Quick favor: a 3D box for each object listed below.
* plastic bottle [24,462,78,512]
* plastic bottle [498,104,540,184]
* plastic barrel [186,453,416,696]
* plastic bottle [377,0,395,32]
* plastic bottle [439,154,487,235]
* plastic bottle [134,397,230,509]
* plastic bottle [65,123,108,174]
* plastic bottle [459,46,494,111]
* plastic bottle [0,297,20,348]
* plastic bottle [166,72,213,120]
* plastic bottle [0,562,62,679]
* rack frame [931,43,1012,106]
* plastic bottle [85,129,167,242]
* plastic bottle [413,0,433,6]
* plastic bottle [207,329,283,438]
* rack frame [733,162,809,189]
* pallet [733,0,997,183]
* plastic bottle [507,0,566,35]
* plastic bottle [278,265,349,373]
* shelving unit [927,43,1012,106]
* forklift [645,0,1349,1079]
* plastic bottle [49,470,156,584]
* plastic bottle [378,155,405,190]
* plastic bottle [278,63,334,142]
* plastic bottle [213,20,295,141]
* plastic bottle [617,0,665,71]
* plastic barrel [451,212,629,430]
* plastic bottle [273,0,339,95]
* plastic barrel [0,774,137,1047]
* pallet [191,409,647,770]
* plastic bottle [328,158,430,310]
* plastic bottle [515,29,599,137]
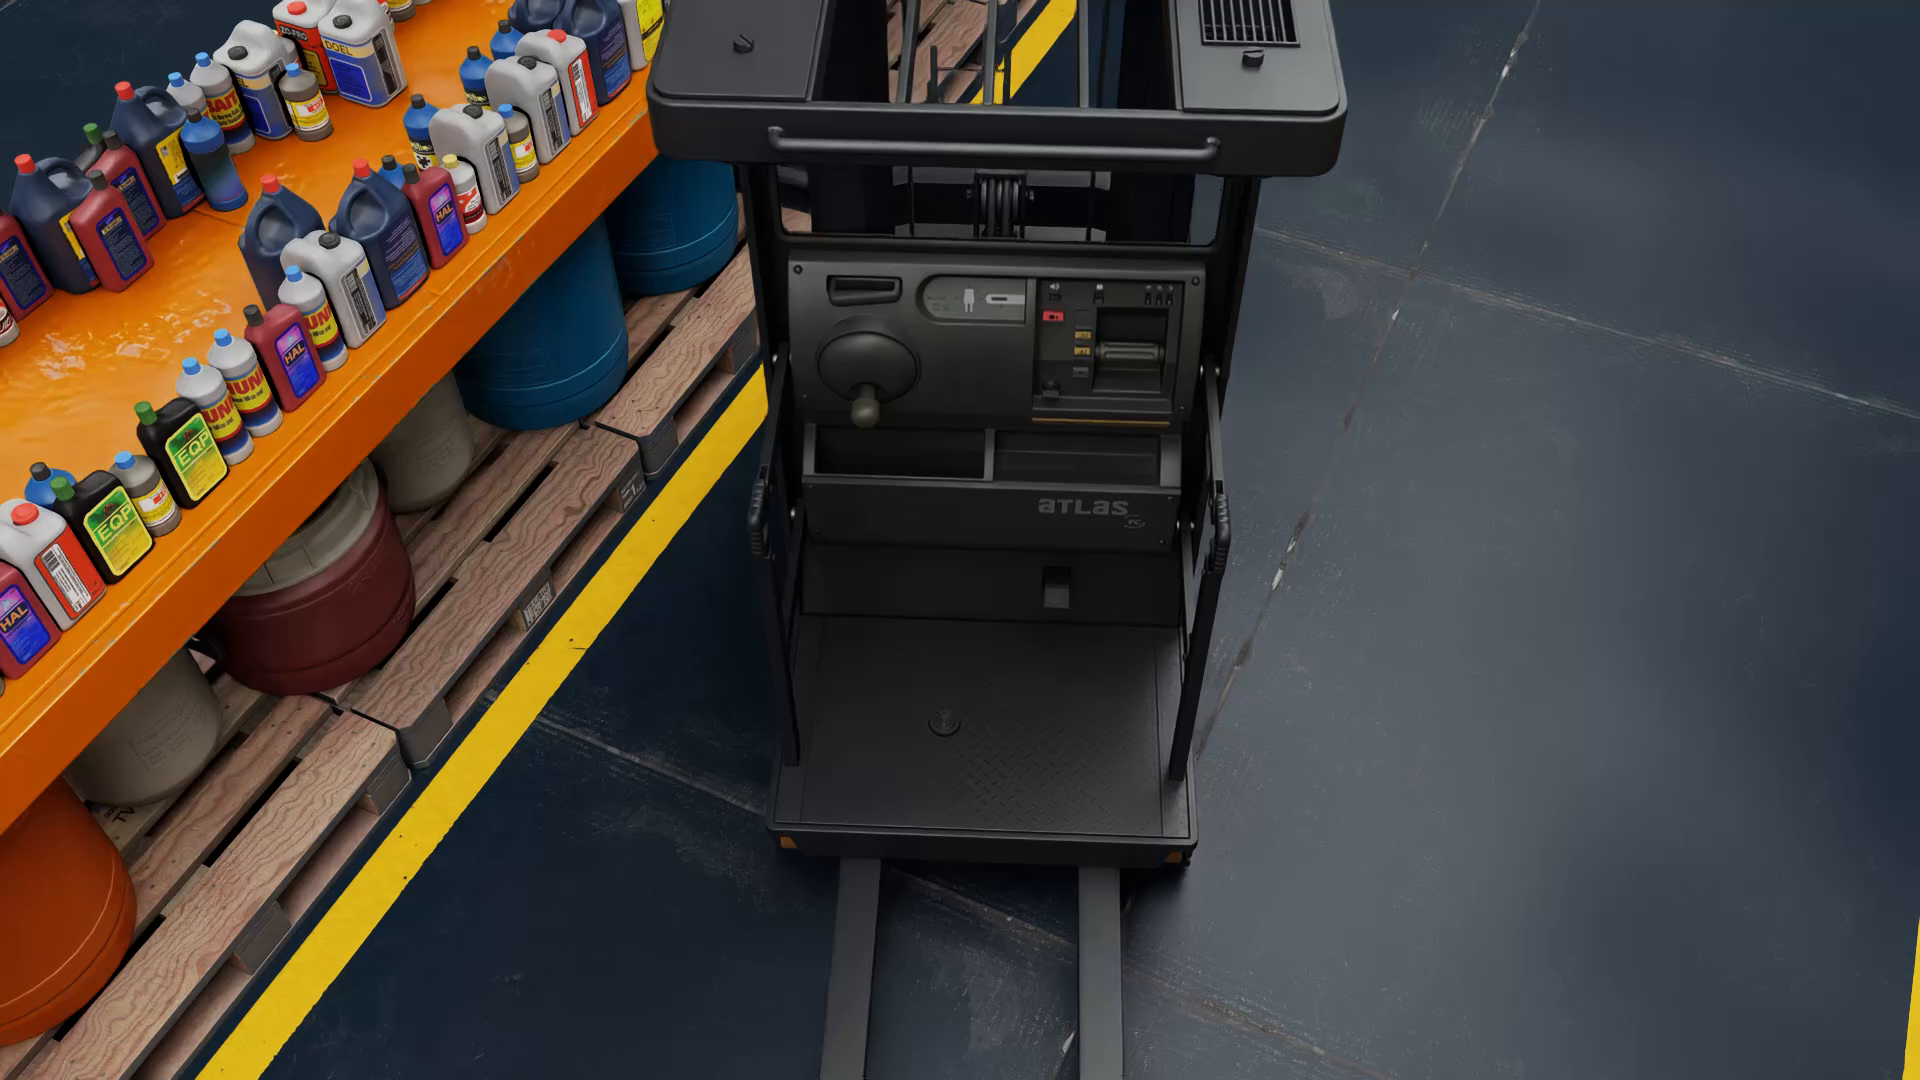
[{"bbox_3d":[-1.836,-0.057,3.413,0.097,0.271,0.097,0,50,0],"label":"plastic bottle"},{"bbox_3d":[-1.151,-1.029,4.287,0.097,0.201,0.097,0,50,0],"label":"plastic bottle"},{"bbox_3d":[-1.854,0.029,4.563,0.600,0.588,0.708,20,52,16],"label":"plastic barrel"},{"bbox_3d":[-1.677,-1.534,4.717,0.097,0.201,0.097,0,50,0],"label":"plastic bottle"},{"bbox_3d":[-1.250,-0.870,4.151,0.097,0.201,0.097,0,50,0],"label":"plastic bottle"},{"bbox_3d":[-1.658,-0.206,3.532,0.061,0.283,0.133,20,52,16],"label":"plastic bottle"},{"bbox_3d":[-2.119,-0.882,4.107,0.061,0.283,0.133,20,52,16],"label":"plastic bottle"},{"bbox_3d":[-1.247,-1.169,4.359,0.097,0.271,0.097,0,50,0],"label":"plastic bottle"},{"bbox_3d":[-2.288,-0.551,3.880,0.097,0.201,0.097,0,50,0],"label":"plastic bottle"},{"bbox_3d":[-1.974,-1.079,4.283,0.097,0.271,0.097,0,50,0],"label":"plastic bottle"},{"bbox_3d":[-1.871,0.137,3.240,0.061,0.283,0.133,20,52,16],"label":"plastic bottle"},{"bbox_3d":[0.033,-1.078,5.380,0.240,1.200,0.006,2,50,2],"label":"rack frame"},{"bbox_3d":[-2.064,-0.862,4.091,0.061,0.283,0.133,20,52,16],"label":"plastic bottle"},{"bbox_3d":[-1.594,-1.691,4.804,0.097,0.271,0.097,0,50,0],"label":"plastic bottle"},{"bbox_3d":[-1.584,-0.355,3.667,0.097,0.271,0.097,0,50,0],"label":"plastic bottle"},{"bbox_3d":[-0.821,-2.251,5.195,1.000,3.000,0.127,20,52,16],"label":"rack frame"},{"bbox_3d":[-0.542,-1.866,6.699,1.003,0.211,1.213,20,52,16],"label":"pallet"},{"bbox_3d":[-1.127,-1.415,4.517,0.144,0.351,0.185,20,52,16],"label":"plastic bottle"},{"bbox_3d":[-1.485,-0.513,3.802,0.097,0.271,0.097,0,50,0],"label":"plastic bottle"},{"bbox_3d":[0.029,-1.008,5.320,0.258,1.200,0.189,2,50,2],"label":"shelving unit"},{"bbox_3d":[0.072,-0.339,3.614,1.130,2.935,3.031,2,50,2],"label":"forklift"},{"bbox_3d":[-1.757,-0.047,3.397,0.061,0.283,0.133,20,52,16],"label":"plastic bottle"},{"bbox_3d":[-1.362,-0.820,4.063,0.097,0.271,0.097,0,50,0],"label":"plastic bottle"},{"bbox_3d":[-1.737,-1.166,4.403,0.097,0.201,0.097,0,50,0],"label":"plastic bottle"},{"bbox_3d":[-1.858,-1.218,4.399,0.152,0.276,0.135,20,52,16],"label":"plastic bottle"},{"bbox_3d":[-0.918,-1.495,4.585,0.144,0.351,0.185,20,52,16],"label":"plastic bottle"},{"bbox_3d":[-1.372,-0.850,5.106,0.600,0.901,0.708,20,52,16],"label":"plastic barrel"},{"bbox_3d":[-1.759,-1.378,4.534,0.152,0.276,0.135,20,52,16],"label":"plastic bottle"},{"bbox_3d":[-2.337,0.729,3.810,0.600,0.830,0.708,20,52,16],"label":"plastic barrel"},{"bbox_3d":[-1.709,0.014,5.099,1.003,0.211,1.213,20,52,16],"label":"pallet"},{"bbox_3d":[-1.389,-0.737,3.940,0.144,0.351,0.185,20,52,16],"label":"plastic bottle"},{"bbox_3d":[-1.069,-1.235,4.413,0.152,0.276,0.135,20,52,16],"label":"plastic bottle"}]
